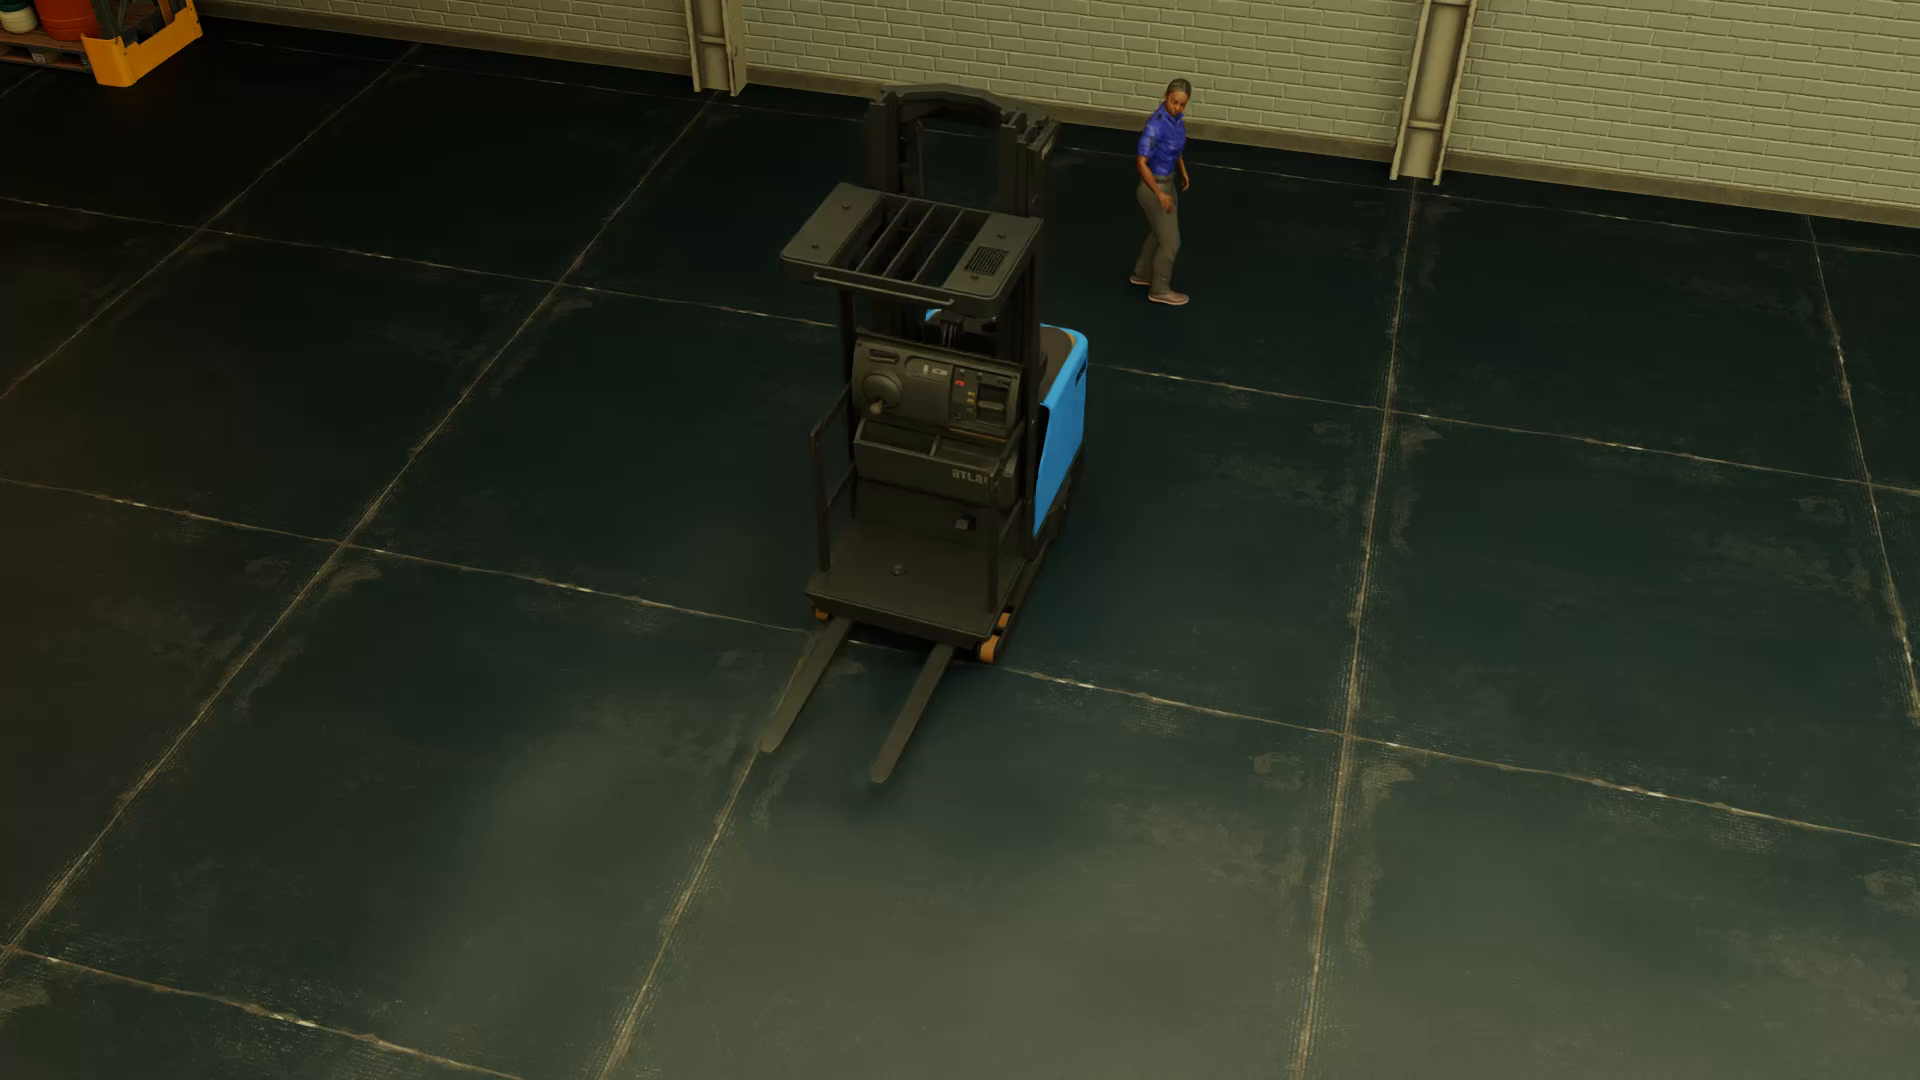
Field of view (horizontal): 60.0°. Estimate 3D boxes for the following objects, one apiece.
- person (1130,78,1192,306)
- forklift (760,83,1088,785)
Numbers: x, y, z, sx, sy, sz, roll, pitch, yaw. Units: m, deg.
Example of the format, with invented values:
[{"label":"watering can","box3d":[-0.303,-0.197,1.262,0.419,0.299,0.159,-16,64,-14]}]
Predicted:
[{"label":"person","box3d":[1.471,-2.458,11.657,0.466,1.634,0.648,11,42,12]},{"label":"forklift","box3d":[-0.201,-0.722,8.685,1.130,2.935,3.031,13,43,15]}]
